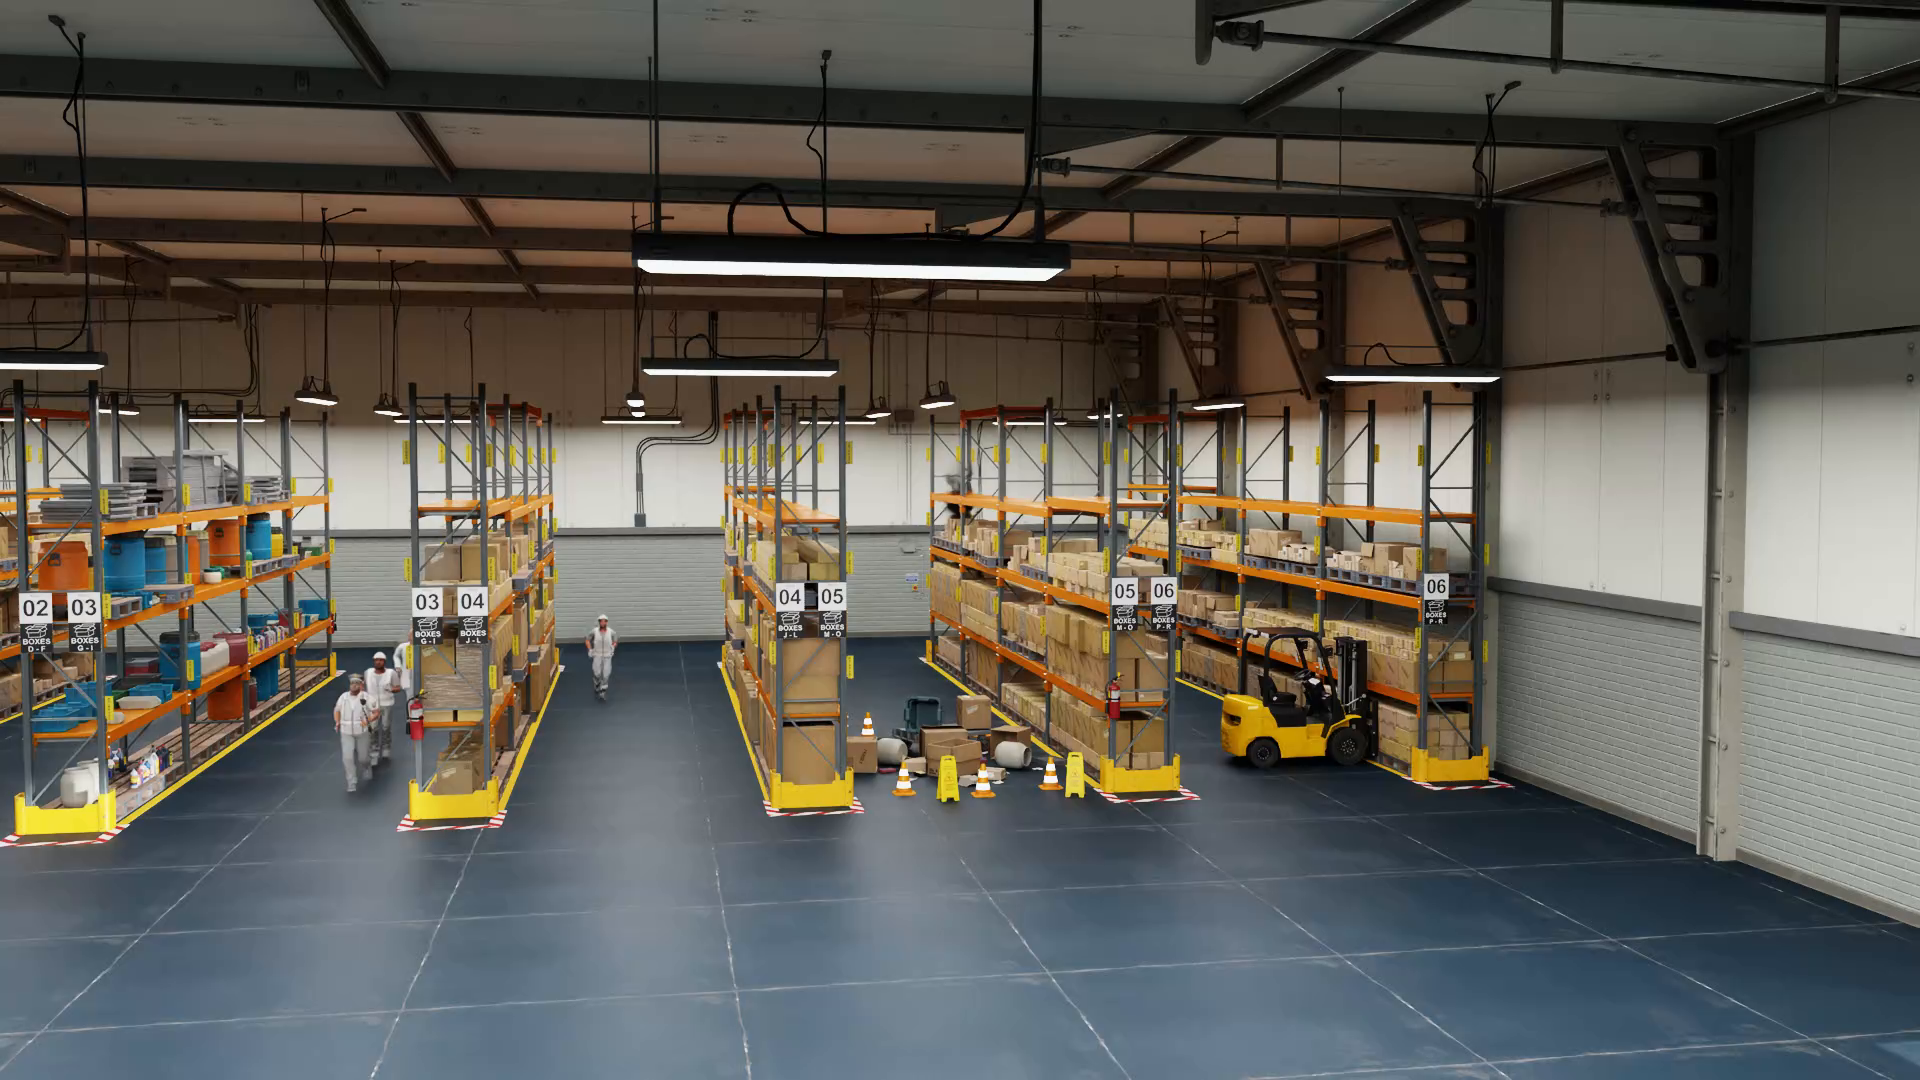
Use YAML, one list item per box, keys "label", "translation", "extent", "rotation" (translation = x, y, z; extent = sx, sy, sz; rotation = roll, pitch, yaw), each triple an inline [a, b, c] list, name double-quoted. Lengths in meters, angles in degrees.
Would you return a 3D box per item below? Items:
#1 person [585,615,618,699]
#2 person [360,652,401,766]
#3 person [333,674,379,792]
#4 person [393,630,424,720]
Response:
- label: "person"
  translation: [-7.287, 2.395, 33.888]
  extent: [0.632, 1.741, 0.620]
  rotation: [-1, 3, -18]
- label: "person"
  translation: [-9.443, 2.741, 27.075]
  extent: [0.660, 1.839, 0.715]
  rotation: [-1, 3, -14]
- label: "person"
  translation: [-9.072, 2.864, 24.955]
  extent: [0.670, 1.738, 0.730]
  rotation: [0, 3, -9]
- label: "person"
  translation: [-10.186, 2.545, 30.966]
  extent: [0.720, 1.761, 0.882]
  rotation: [-1, 3, -14]
